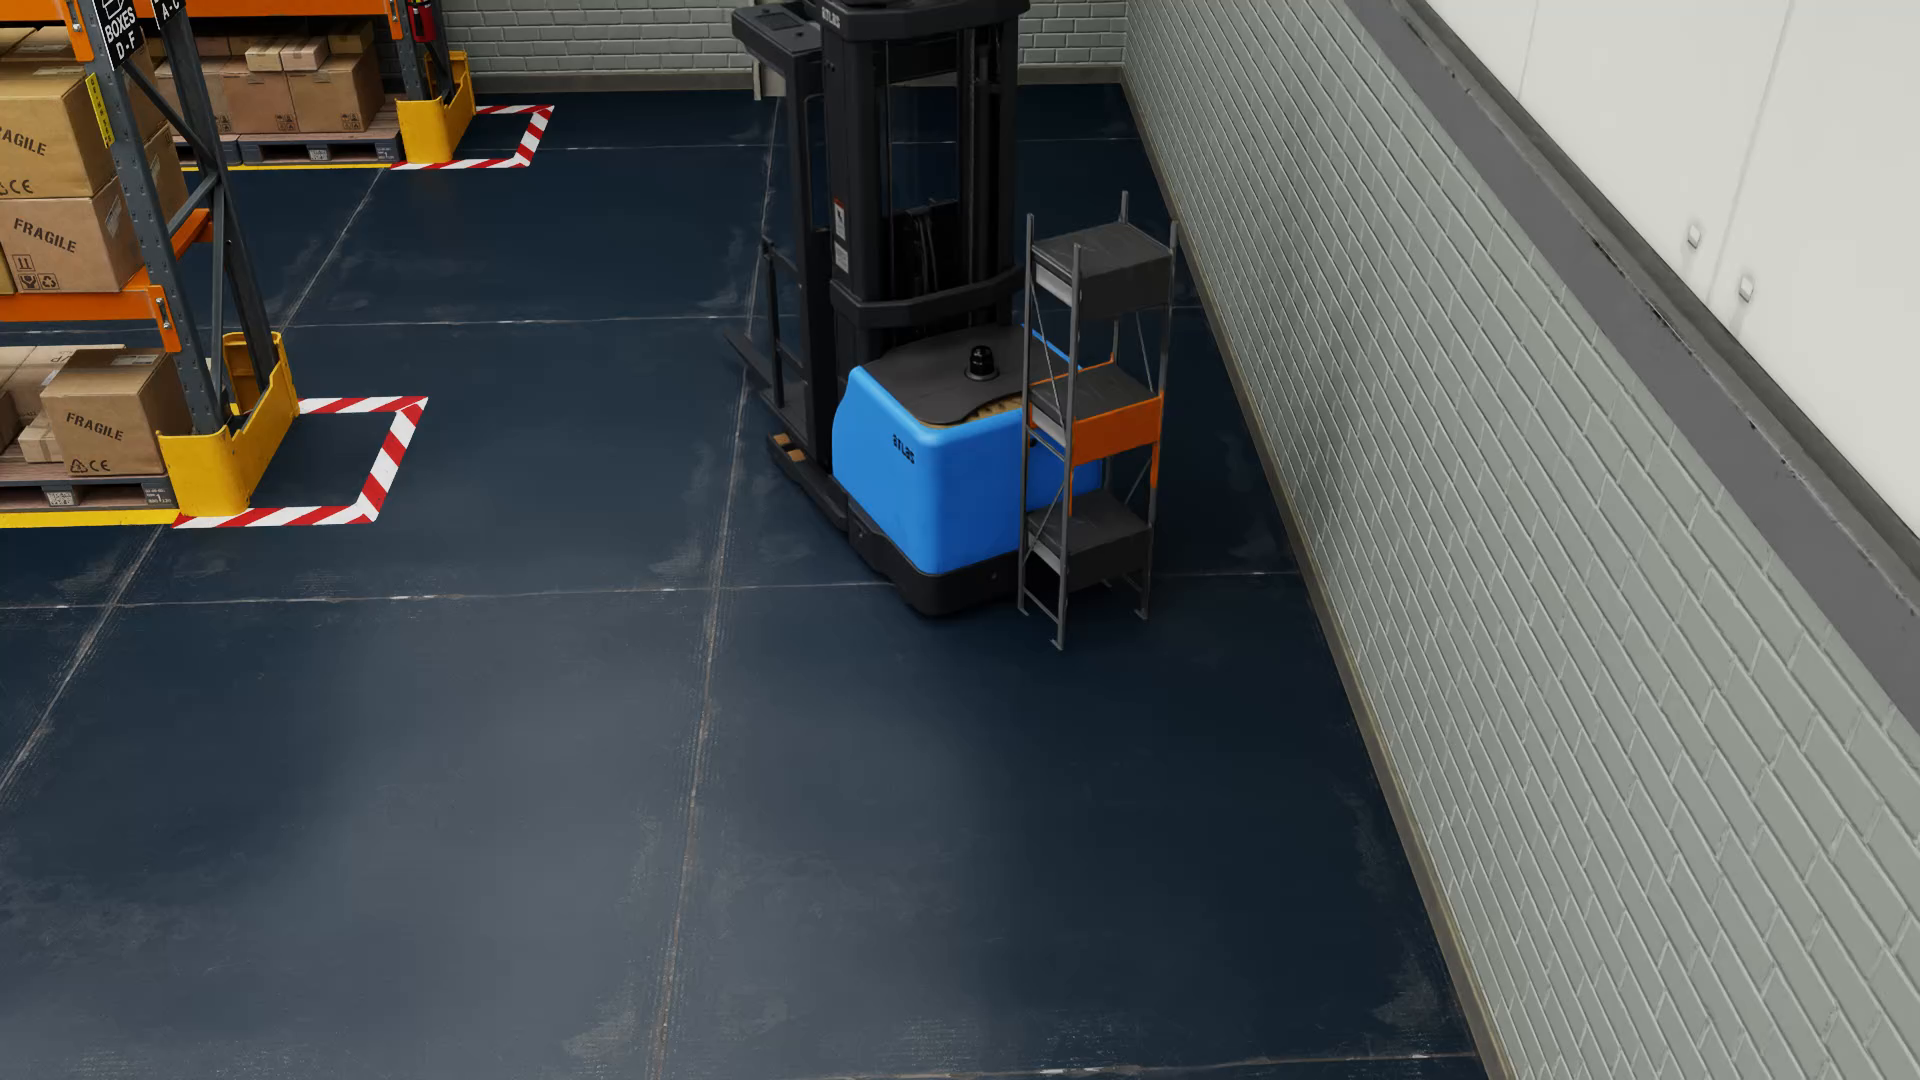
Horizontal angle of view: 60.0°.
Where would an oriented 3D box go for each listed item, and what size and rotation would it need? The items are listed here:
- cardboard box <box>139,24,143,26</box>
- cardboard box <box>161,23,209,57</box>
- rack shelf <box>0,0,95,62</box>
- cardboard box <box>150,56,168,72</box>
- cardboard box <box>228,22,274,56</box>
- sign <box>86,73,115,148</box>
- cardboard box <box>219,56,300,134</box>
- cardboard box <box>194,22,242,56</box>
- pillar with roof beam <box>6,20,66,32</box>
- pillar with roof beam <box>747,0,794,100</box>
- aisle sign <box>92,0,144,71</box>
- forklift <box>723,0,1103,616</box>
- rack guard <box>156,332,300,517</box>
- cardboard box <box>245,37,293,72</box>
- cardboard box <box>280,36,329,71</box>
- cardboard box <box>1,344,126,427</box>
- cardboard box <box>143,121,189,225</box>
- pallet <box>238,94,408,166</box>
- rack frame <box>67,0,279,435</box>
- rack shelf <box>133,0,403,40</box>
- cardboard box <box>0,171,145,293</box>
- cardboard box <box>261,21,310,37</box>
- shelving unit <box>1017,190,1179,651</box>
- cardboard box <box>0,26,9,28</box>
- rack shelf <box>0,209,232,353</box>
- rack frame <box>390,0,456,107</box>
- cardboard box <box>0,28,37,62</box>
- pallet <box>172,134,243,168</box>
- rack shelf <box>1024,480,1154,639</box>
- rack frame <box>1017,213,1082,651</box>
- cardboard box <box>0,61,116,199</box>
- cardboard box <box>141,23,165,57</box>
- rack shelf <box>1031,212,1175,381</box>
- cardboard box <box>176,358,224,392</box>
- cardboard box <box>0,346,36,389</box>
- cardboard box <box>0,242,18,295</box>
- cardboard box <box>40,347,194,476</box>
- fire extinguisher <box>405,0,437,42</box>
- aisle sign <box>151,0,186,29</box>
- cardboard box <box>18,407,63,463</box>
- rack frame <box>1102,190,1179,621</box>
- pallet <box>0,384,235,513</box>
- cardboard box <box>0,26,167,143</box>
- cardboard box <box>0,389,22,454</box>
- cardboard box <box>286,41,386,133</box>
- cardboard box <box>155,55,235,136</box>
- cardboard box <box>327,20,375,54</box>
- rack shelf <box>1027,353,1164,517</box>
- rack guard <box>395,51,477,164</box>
[{"bbox_3d":[-6.572,-3.912,13.025,0.250,0.149,0.380,-1,35,-2],"label":"cardboard box"},{"bbox_3d":[-6.061,-3.926,13.045,0.250,0.149,0.380,-1,35,-2],"label":"cardboard box"},{"bbox_3d":[-5.976,-2.577,7.834,4.000,0.370,1.077,-2,35,-2],"label":"rack shelf"},{"bbox_3d":[-6.445,-3.532,13.045,0.500,0.500,0.700,-1,35,-1],"label":"cardboard box"},{"bbox_3d":[-5.551,-3.941,13.066,0.250,0.149,0.380,-1,35,-2],"label":"cardboard box"},{"bbox_3d":[-3.972,-1.983,7.684,0.005,0.325,0.100,-2,35,-2],"label":"sign"},{"bbox_3d":[-5.410,-3.564,13.092,0.500,0.500,0.700,-2,35,-2],"label":"cardboard box"},{"bbox_3d":[-5.805,-3.934,13.056,0.250,0.149,0.380,-1,35,-2],"label":"cardboard box"},{"bbox_3d":[-7.349,-4.931,7.968,0.400,9.000,9.100,-2,35,-2],"label":"pillar with roof beam"},{"bbox_3d":[-1.356,-5.093,8.201,0.400,9.000,9.100,-2,35,-2],"label":"pillar with roof beam"},{"bbox_3d":[-3.895,-2.590,7.572,0.004,0.787,0.394,-2,35,-2],"label":"aisle sign"},{"bbox_3d":[-0.435,-1.654,8.564,1.130,2.935,3.031,-17,38,-23],"label":"forklift"},{"bbox_3d":[-4.054,-0.663,9.269,0.348,0.500,1.175,-2,35,-2],"label":"rack guard"},{"bbox_3d":[-5.285,-3.730,12.762,0.250,0.149,0.380,-1,35,-1],"label":"cardboard box"},{"bbox_3d":[-5.030,-3.737,12.772,0.250,0.149,0.380,-2,35,-3],"label":"cardboard box"},{"bbox_3d":[-5.034,-0.876,9.410,0.500,0.250,0.500,-2,35,-2],"label":"cardboard box"},{"bbox_3d":[-4.433,-1.872,8.731,0.500,0.500,0.500,-1,35,-1],"label":"cardboard box"},{"bbox_3d":[-5.011,-3.296,13.327,1.213,0.211,1.003,-2,35,-2],"label":"pallet"},{"bbox_3d":[-3.978,-1.693,8.560,0.127,3.000,1.000,-2,35,-2],"label":"rack frame"},{"bbox_3d":[-6.214,-4.159,12.756,4.000,0.370,1.077,-2,35,-2],"label":"rack shelf"},{"bbox_3d":[-4.412,-1.567,8.291,0.500,0.500,0.500,-1,35,-1],"label":"cardboard box"},{"bbox_3d":[-5.301,-3.947,13.076,0.250,0.149,0.380,-1,35,-2],"label":"cardboard box"},{"bbox_3d":[0.603,-0.498,7.624,0.503,2.100,0.431,-18,39,-24],"label":"shelving unit"},{"bbox_3d":[-7.614,-3.883,12.983,0.250,0.149,0.380,-2,35,-3],"label":"cardboard box"},{"bbox_3d":[-5.976,-1.343,8.687,4.000,0.370,1.077,-2,35,-2],"label":"rack shelf"},{"bbox_3d":[-4.216,-4.509,12.629,0.127,3.000,1.000,-2,35,-2],"label":"rack frame"},{"bbox_3d":[-4.955,-2.265,8.420,0.500,0.500,0.500,-1,35,-2],"label":"cardboard box"},{"bbox_3d":[-6.227,-3.265,13.282,1.213,0.211,1.003,-2,35,-2],"label":"pallet"},{"bbox_3d":[0.603,0.089,8.030,0.480,0.518,0.431,-18,39,-24],"label":"rack shelf"},{"bbox_3d":[0.391,-0.429,7.525,0.015,2.100,0.400,-18,39,-24],"label":"rack frame"},{"bbox_3d":[-4.409,-1.977,8.004,0.500,0.500,0.500,-2,35,-3],"label":"cardboard box"},{"bbox_3d":[-6.314,-3.920,13.036,0.250,0.149,0.380,-2,35,-3],"label":"cardboard box"},{"bbox_3d":[0.603,-1.062,7.234,0.480,0.518,0.431,-18,39,-24],"label":"rack shelf"},{"bbox_3d":[-4.412,-0.886,9.512,0.250,0.149,0.380,-2,35,-2],"label":"cardboard box"},{"bbox_3d":[-5.533,-0.863,9.391,0.500,0.250,0.500,-2,35,-2],"label":"cardboard box"},{"bbox_3d":[-4.930,-1.551,8.268,0.500,0.500,0.500,-1,35,-2],"label":"cardboard box"},{"bbox_3d":[-4.509,-0.691,8.923,0.500,0.500,0.500,-2,35,-2],"label":"cardboard box"},{"bbox_3d":[-4.044,-4.065,12.384,0.183,0.674,0.296,-2,35,-2],"label":"fire extinguisher"},{"bbox_3d":[-3.924,-2.931,8.064,0.004,0.787,0.394,-2,35,-2],"label":"aisle sign"},{"bbox_3d":[-4.918,-0.594,9.076,0.250,0.166,0.380,-2,35,-2],"label":"cardboard box"},{"bbox_3d":[0.815,-0.567,7.724,0.015,2.100,0.400,-18,39,-24],"label":"rack frame"},{"bbox_3d":[-4.850,-0.522,9.319,1.213,0.211,1.003,-2,35,-2],"label":"pallet"},{"bbox_3d":[-4.433,-2.283,8.447,0.500,0.500,0.500,-1,35,-1],"label":"cardboard box"},{"bbox_3d":[-5.460,-0.580,8.982,0.500,0.250,0.500,-2,35,-2],"label":"cardboard box"},{"bbox_3d":[-4.910,-3.578,13.111,0.500,0.500,0.700,-2,35,-2],"label":"cardboard box"},{"bbox_3d":[-5.913,-3.550,13.072,0.500,0.500,0.700,-3,35,-4],"label":"cardboard box"},{"bbox_3d":[-4.795,-3.962,13.096,0.250,0.149,0.380,-1,35,-2],"label":"cardboard box"},{"bbox_3d":[0.603,-0.487,7.632,0.480,0.518,0.431,-18,39,-24],"label":"rack shelf"},{"bbox_3d":[-4.192,-3.481,13.341,0.348,0.500,1.175,-2,35,-2],"label":"rack guard"}]
